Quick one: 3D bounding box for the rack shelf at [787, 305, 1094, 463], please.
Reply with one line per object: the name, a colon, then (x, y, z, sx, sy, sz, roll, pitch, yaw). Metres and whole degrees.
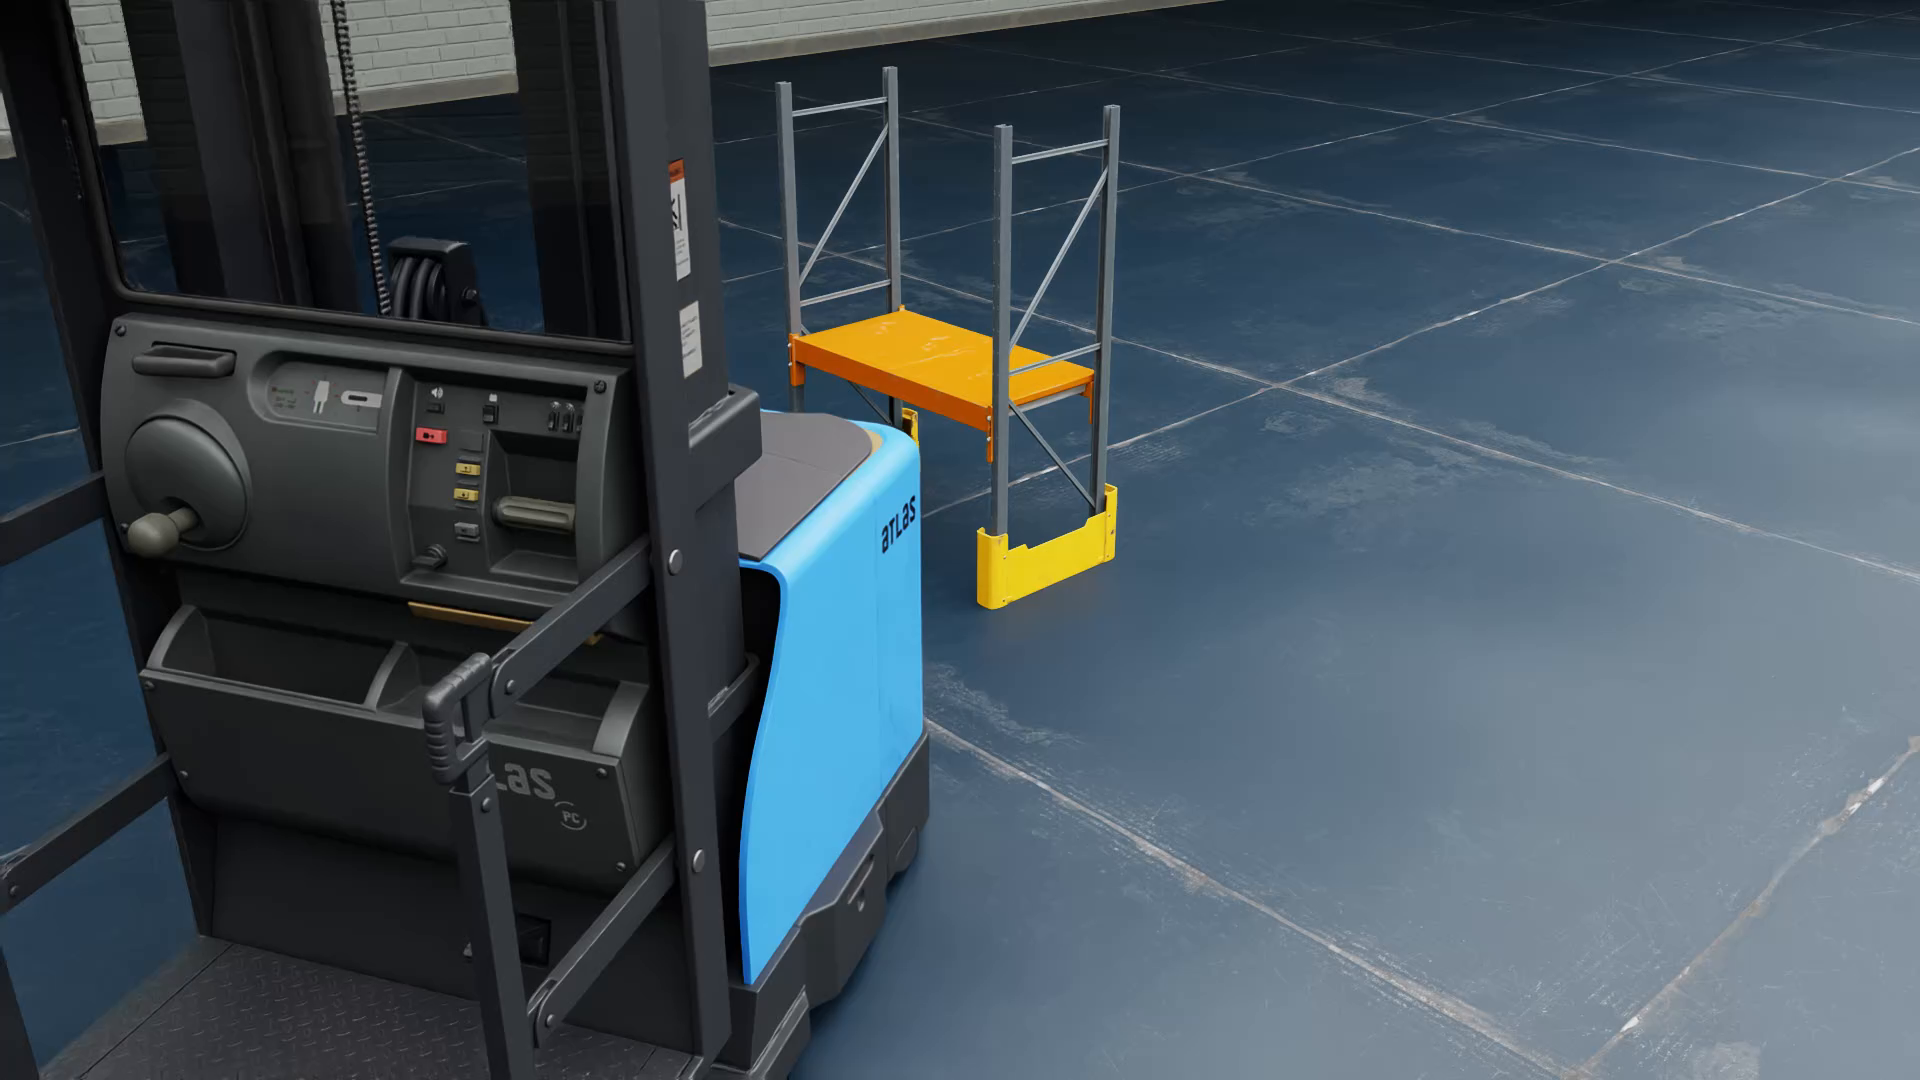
rack shelf: (-0.058, -0.545, 5.570, 0.538, 0.185, 1.000, -21, 32, -38)

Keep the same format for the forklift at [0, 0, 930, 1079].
forklift: (-1.023, -0.095, 2.426, 1.130, 2.935, 3.031, 8, 26, 17)

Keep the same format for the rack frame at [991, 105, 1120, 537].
rack frame: (0.289, -0.554, 5.158, 0.500, 1.500, 0.032, -21, 32, -38)

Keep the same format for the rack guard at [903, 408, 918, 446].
rack guard: (-0.392, -0.288, 6.079, 0.587, 0.250, 0.087, -21, 32, -38)

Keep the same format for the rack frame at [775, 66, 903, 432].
rack frame: (-0.406, -0.862, 5.833, 0.500, 1.500, 0.032, -21, 32, -38)

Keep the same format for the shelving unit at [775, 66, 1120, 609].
shelving unit: (-0.052, -0.705, 5.489, 0.587, 1.500, 1.083, -21, 32, -38)

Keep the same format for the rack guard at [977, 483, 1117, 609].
rack guard: (0.288, 0.014, 5.418, 0.587, 0.250, 0.087, -21, 32, -38)
